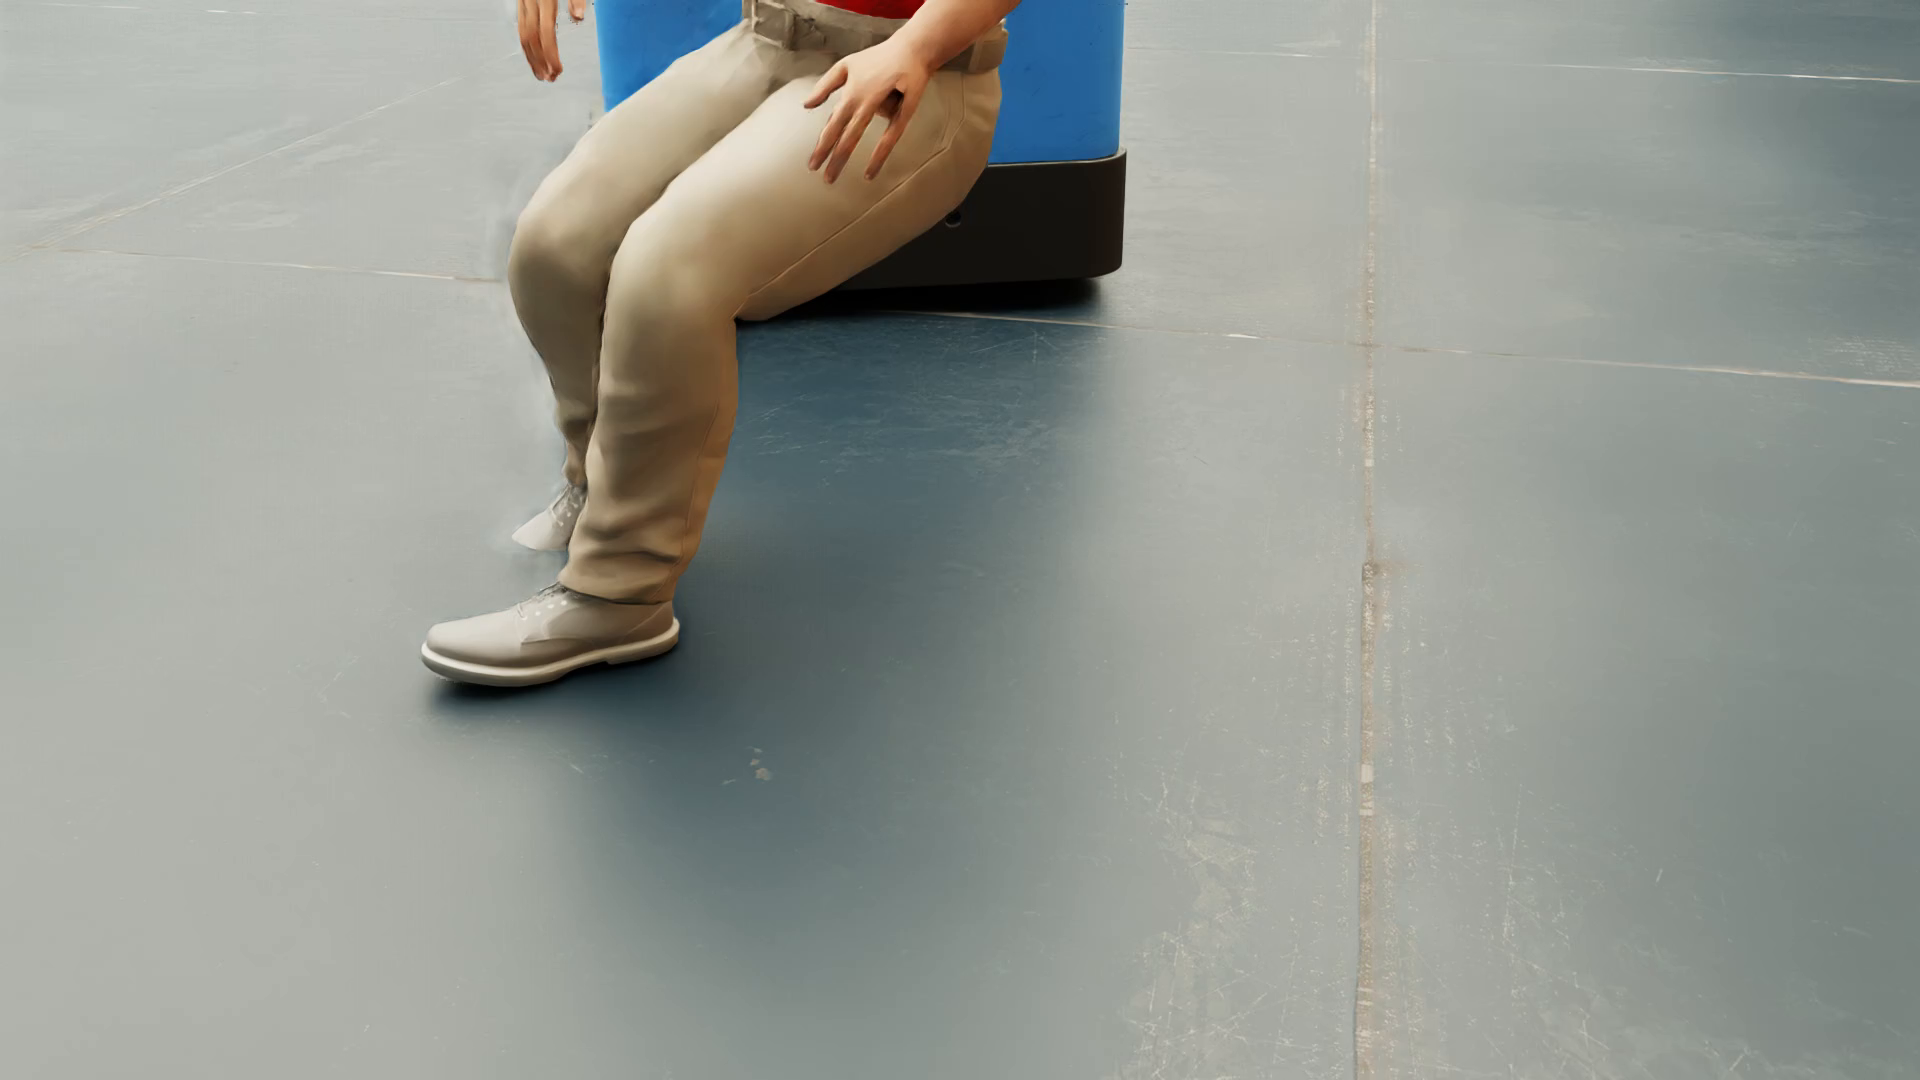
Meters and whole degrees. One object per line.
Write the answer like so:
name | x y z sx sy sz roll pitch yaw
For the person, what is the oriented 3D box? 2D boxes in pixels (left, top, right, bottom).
person | -0.323 -0.555 2.036 0.824 1.543 0.855 20 33 35

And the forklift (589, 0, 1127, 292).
forklift | -0.411 -2.421 4.044 1.130 2.935 3.031 -4 27 -8
